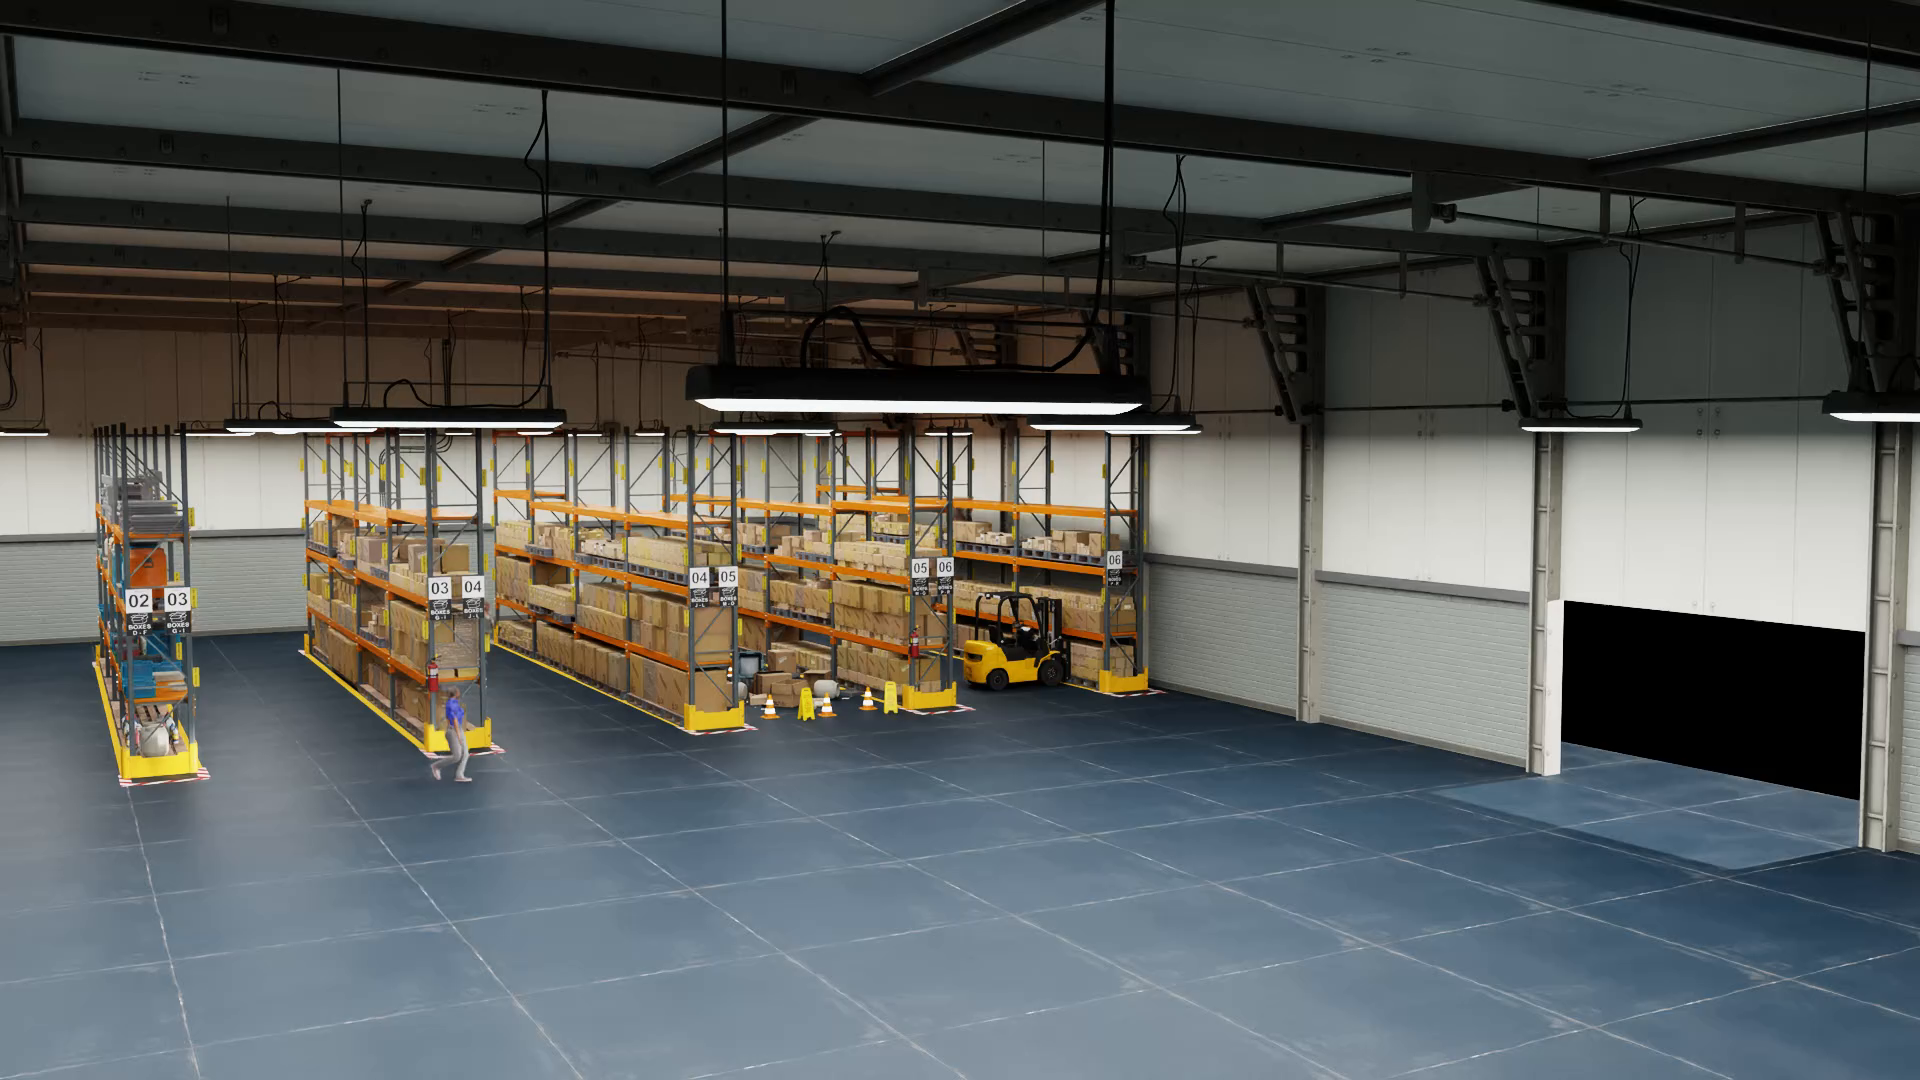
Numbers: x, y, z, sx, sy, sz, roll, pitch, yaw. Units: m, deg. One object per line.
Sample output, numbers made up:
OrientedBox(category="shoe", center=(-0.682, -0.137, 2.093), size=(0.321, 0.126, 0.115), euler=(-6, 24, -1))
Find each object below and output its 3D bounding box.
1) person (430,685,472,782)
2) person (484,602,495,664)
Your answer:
OrientedBox(category="person", center=(-8.457, 3.229, 27.631), size=(0.620, 1.609, 0.416), euler=(0, 3, 3))
OrientedBox(category="person", center=(-12.214, 2.388, 42.626), size=(0.544, 1.563, 0.648), euler=(-2, 4, -25))
